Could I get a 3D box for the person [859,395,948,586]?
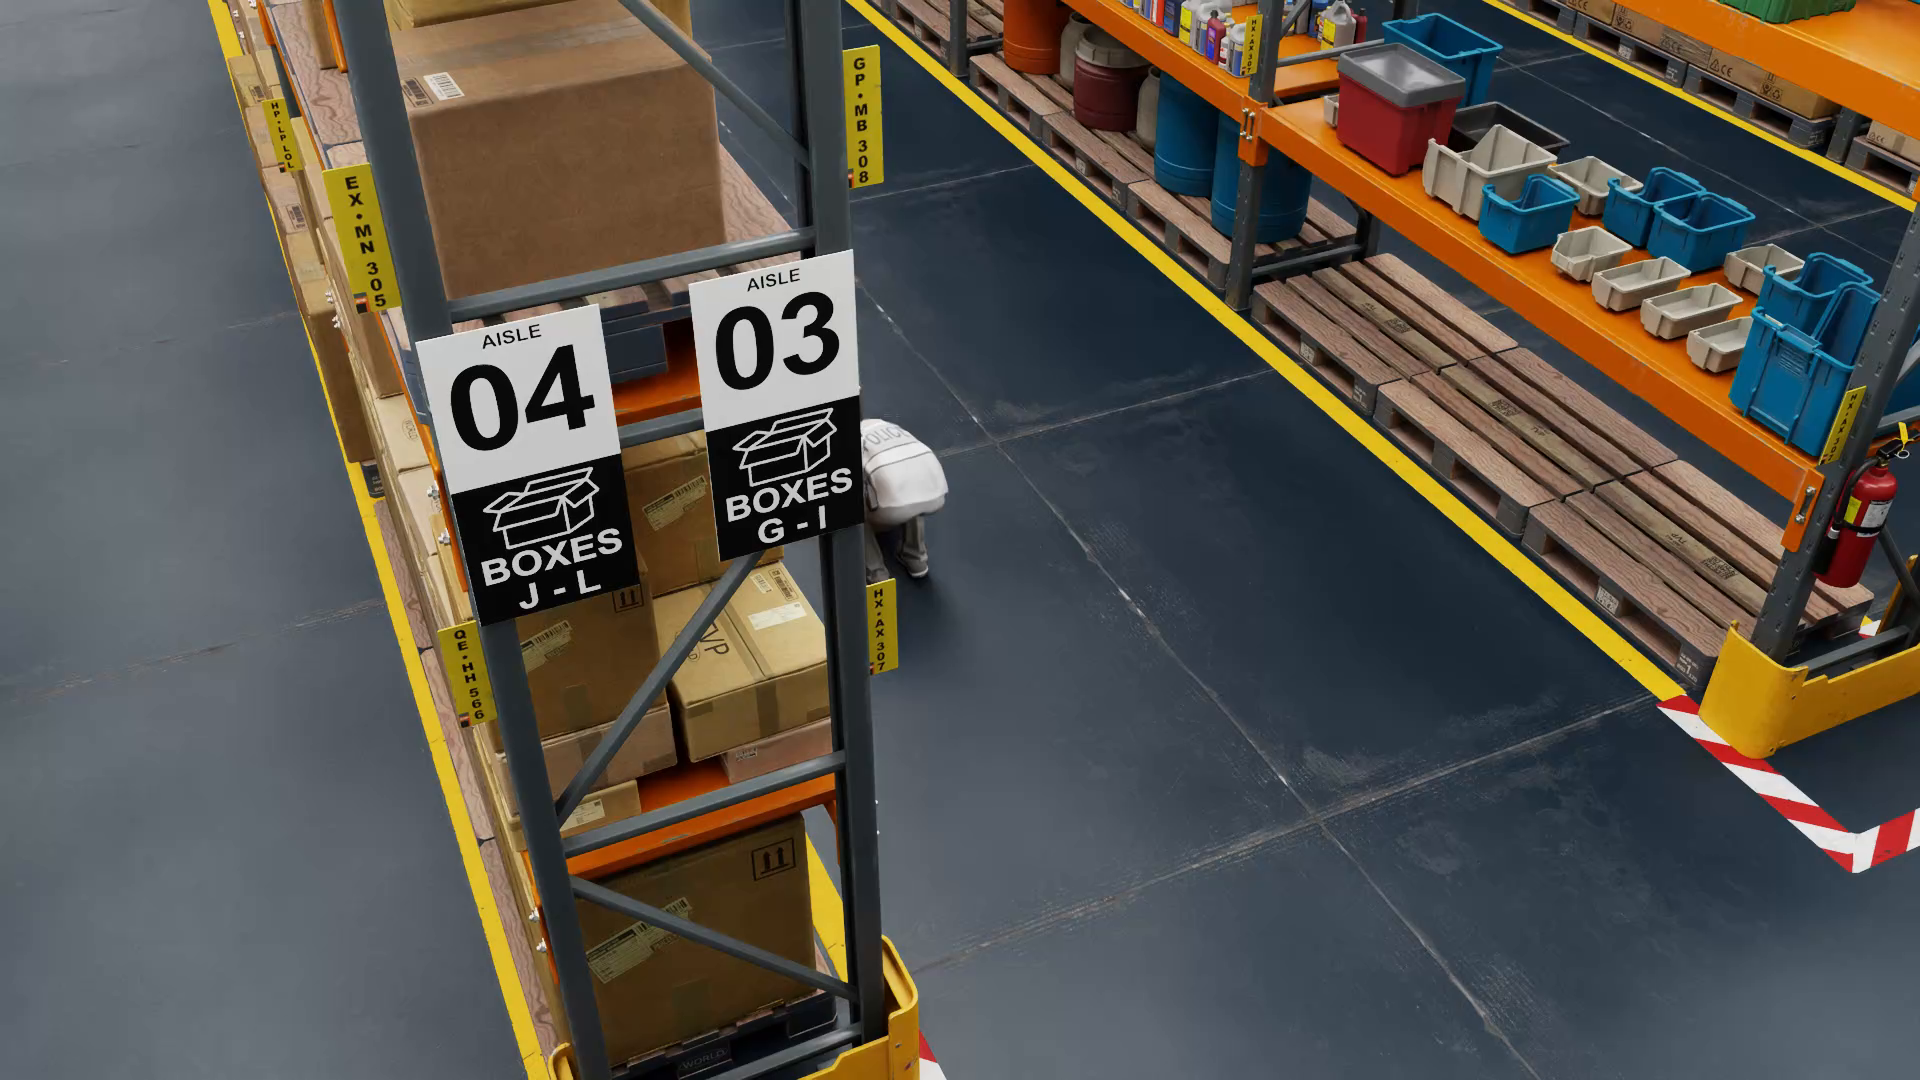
[{"bbox_3d":[-0.390,-0.215,7.883,0.456,0.783,0.910,-17,41,-21],"label":"person"}]
